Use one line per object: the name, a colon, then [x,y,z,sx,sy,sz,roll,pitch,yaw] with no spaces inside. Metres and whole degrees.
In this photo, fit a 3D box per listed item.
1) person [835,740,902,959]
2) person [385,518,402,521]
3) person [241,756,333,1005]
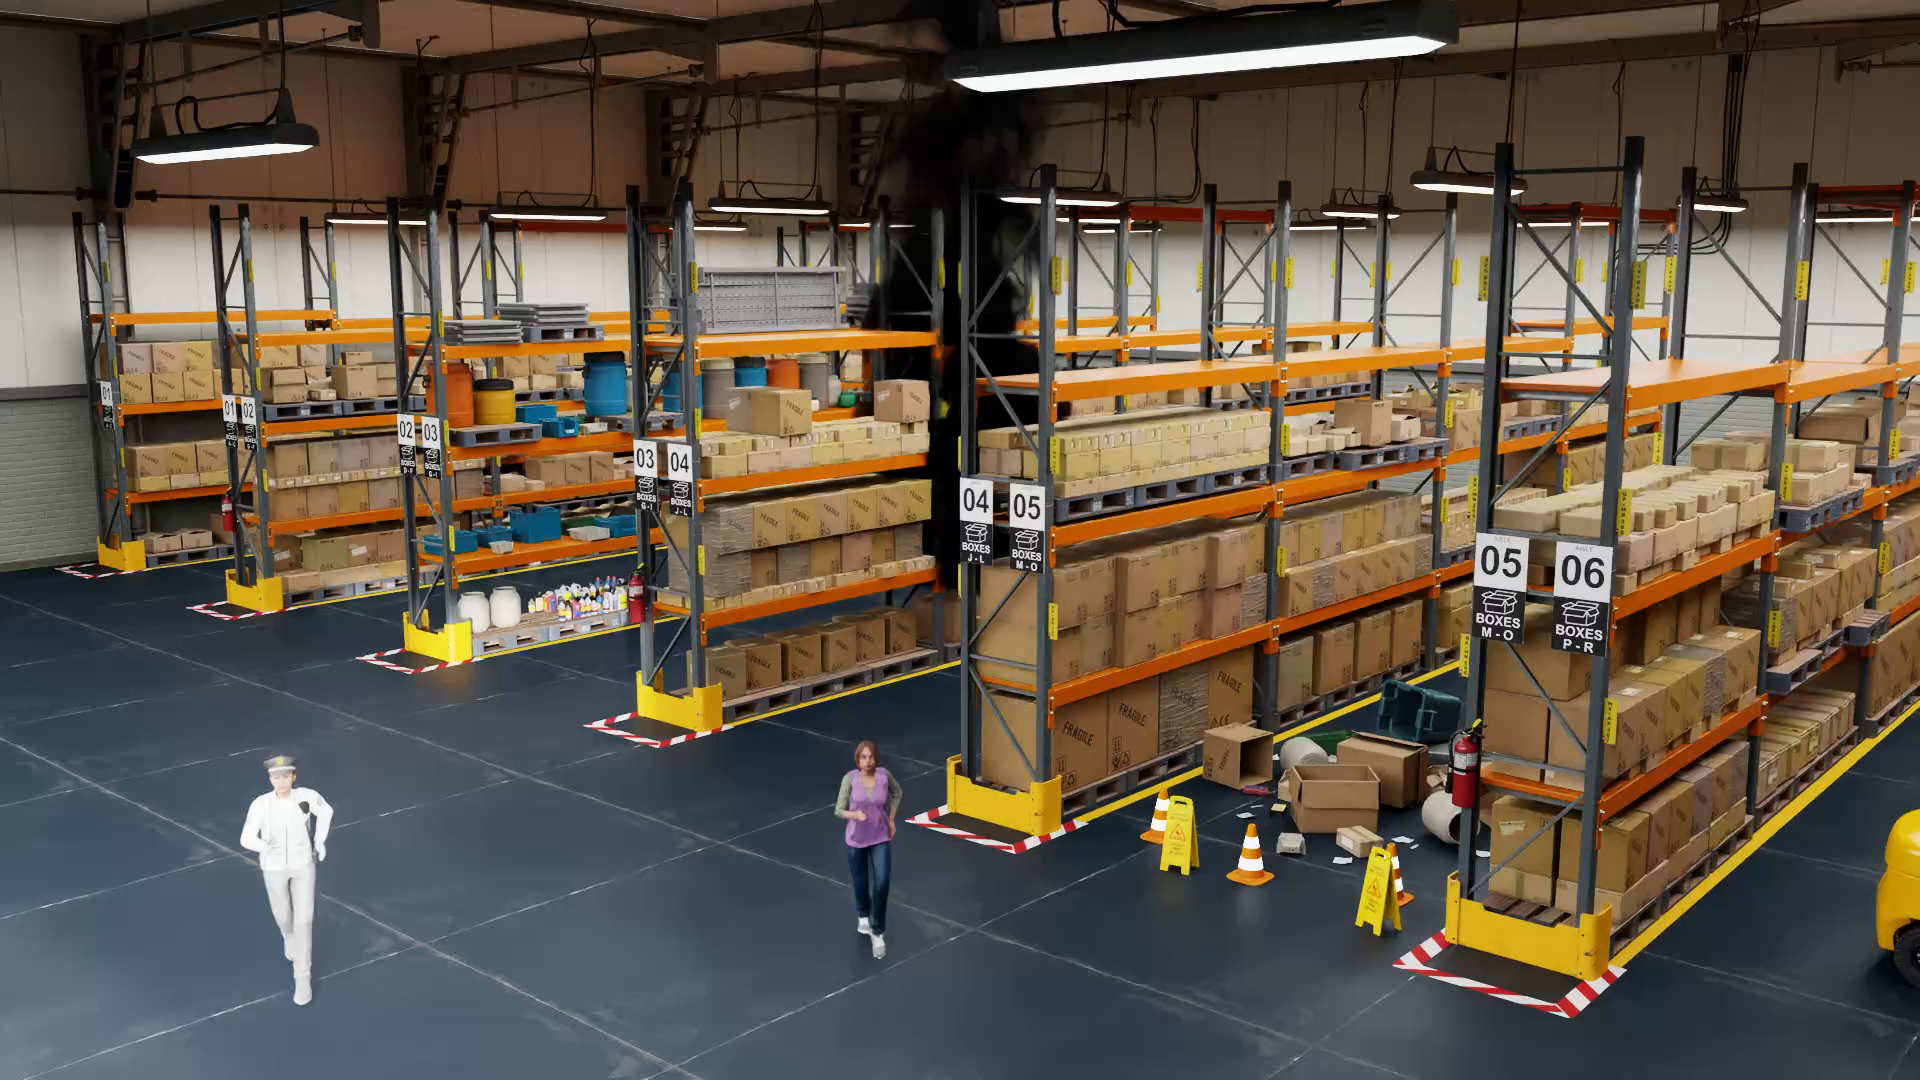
person: [-0.686,2.322,12.574,0.514,1.625,0.667,-1,10,-4]
person: [-9.801,-0.484,29.082,0.576,1.749,0.732,5,11,30]
person: [-4.804,2.351,11.915,0.610,1.696,0.920,-3,10,-19]
